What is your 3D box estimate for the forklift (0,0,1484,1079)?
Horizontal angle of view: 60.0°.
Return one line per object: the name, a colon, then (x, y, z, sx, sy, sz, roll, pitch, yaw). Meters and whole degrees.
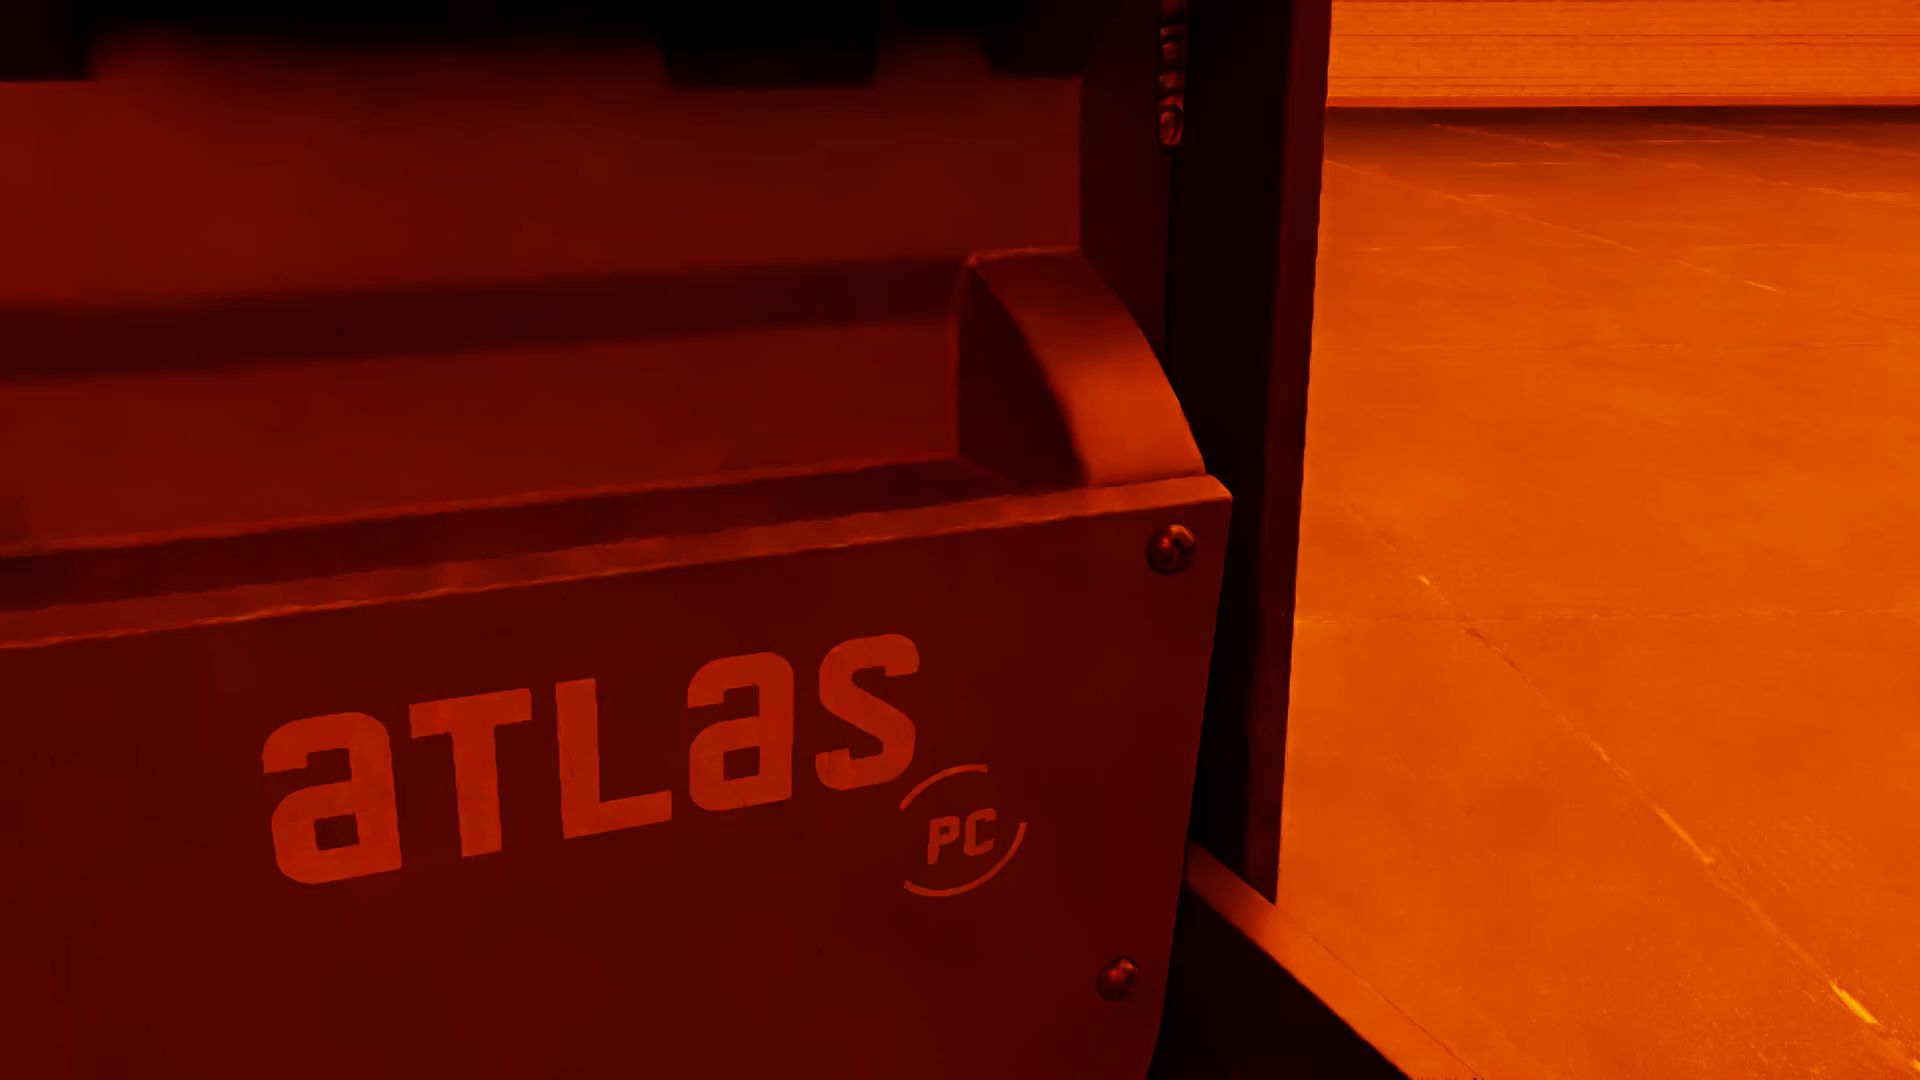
forklift: (-0.270, -0.392, 0.190, 1.130, 2.935, 3.031, -7, 18, -22)
